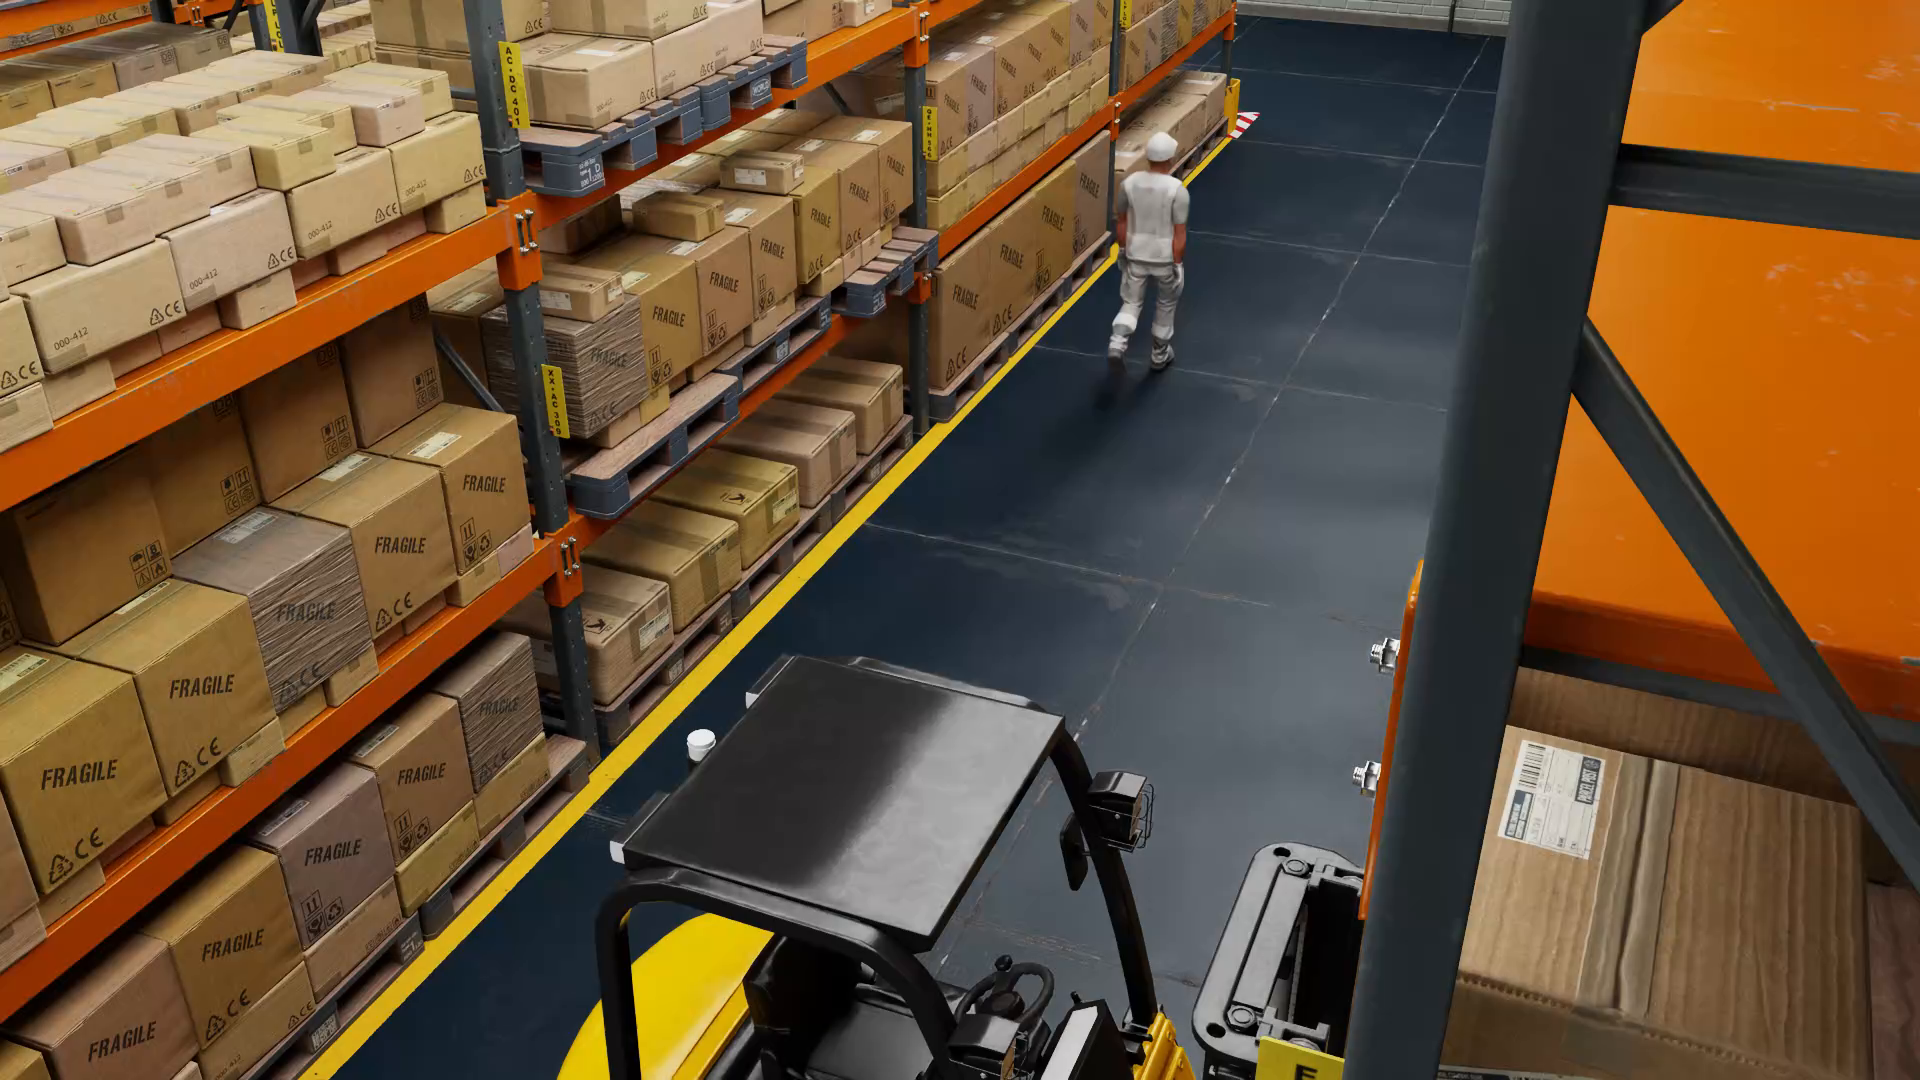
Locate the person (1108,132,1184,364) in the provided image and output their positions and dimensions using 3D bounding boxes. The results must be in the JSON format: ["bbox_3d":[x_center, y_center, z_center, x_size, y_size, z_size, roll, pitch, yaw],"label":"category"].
[{"bbox_3d":[-16.048,3.950,1.084,22.467,1.784,36.608,12,32,21],"label":"person"}]
